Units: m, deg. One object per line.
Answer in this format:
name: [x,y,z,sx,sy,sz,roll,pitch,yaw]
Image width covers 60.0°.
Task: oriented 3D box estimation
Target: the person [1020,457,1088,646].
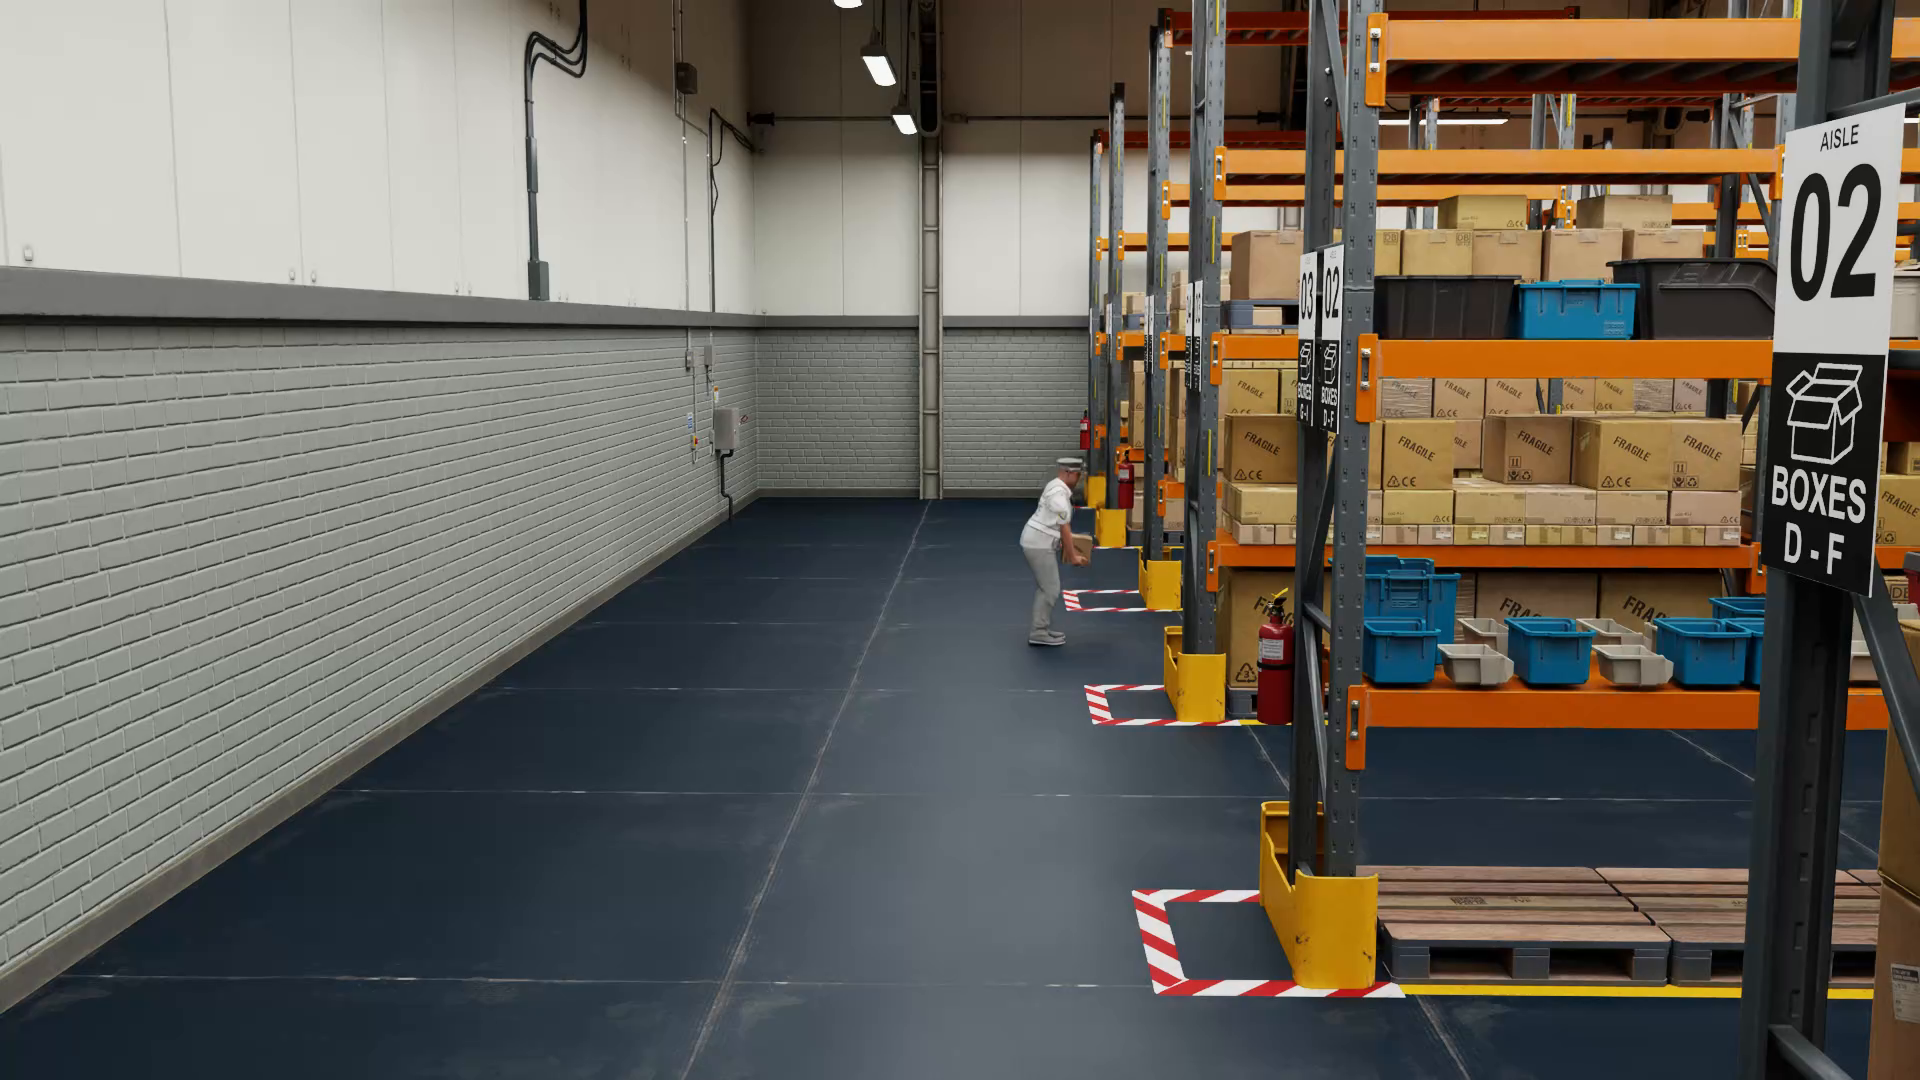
person: [0.854,0.096,15.204,0.615,1.704,0.475,0,7,0]
